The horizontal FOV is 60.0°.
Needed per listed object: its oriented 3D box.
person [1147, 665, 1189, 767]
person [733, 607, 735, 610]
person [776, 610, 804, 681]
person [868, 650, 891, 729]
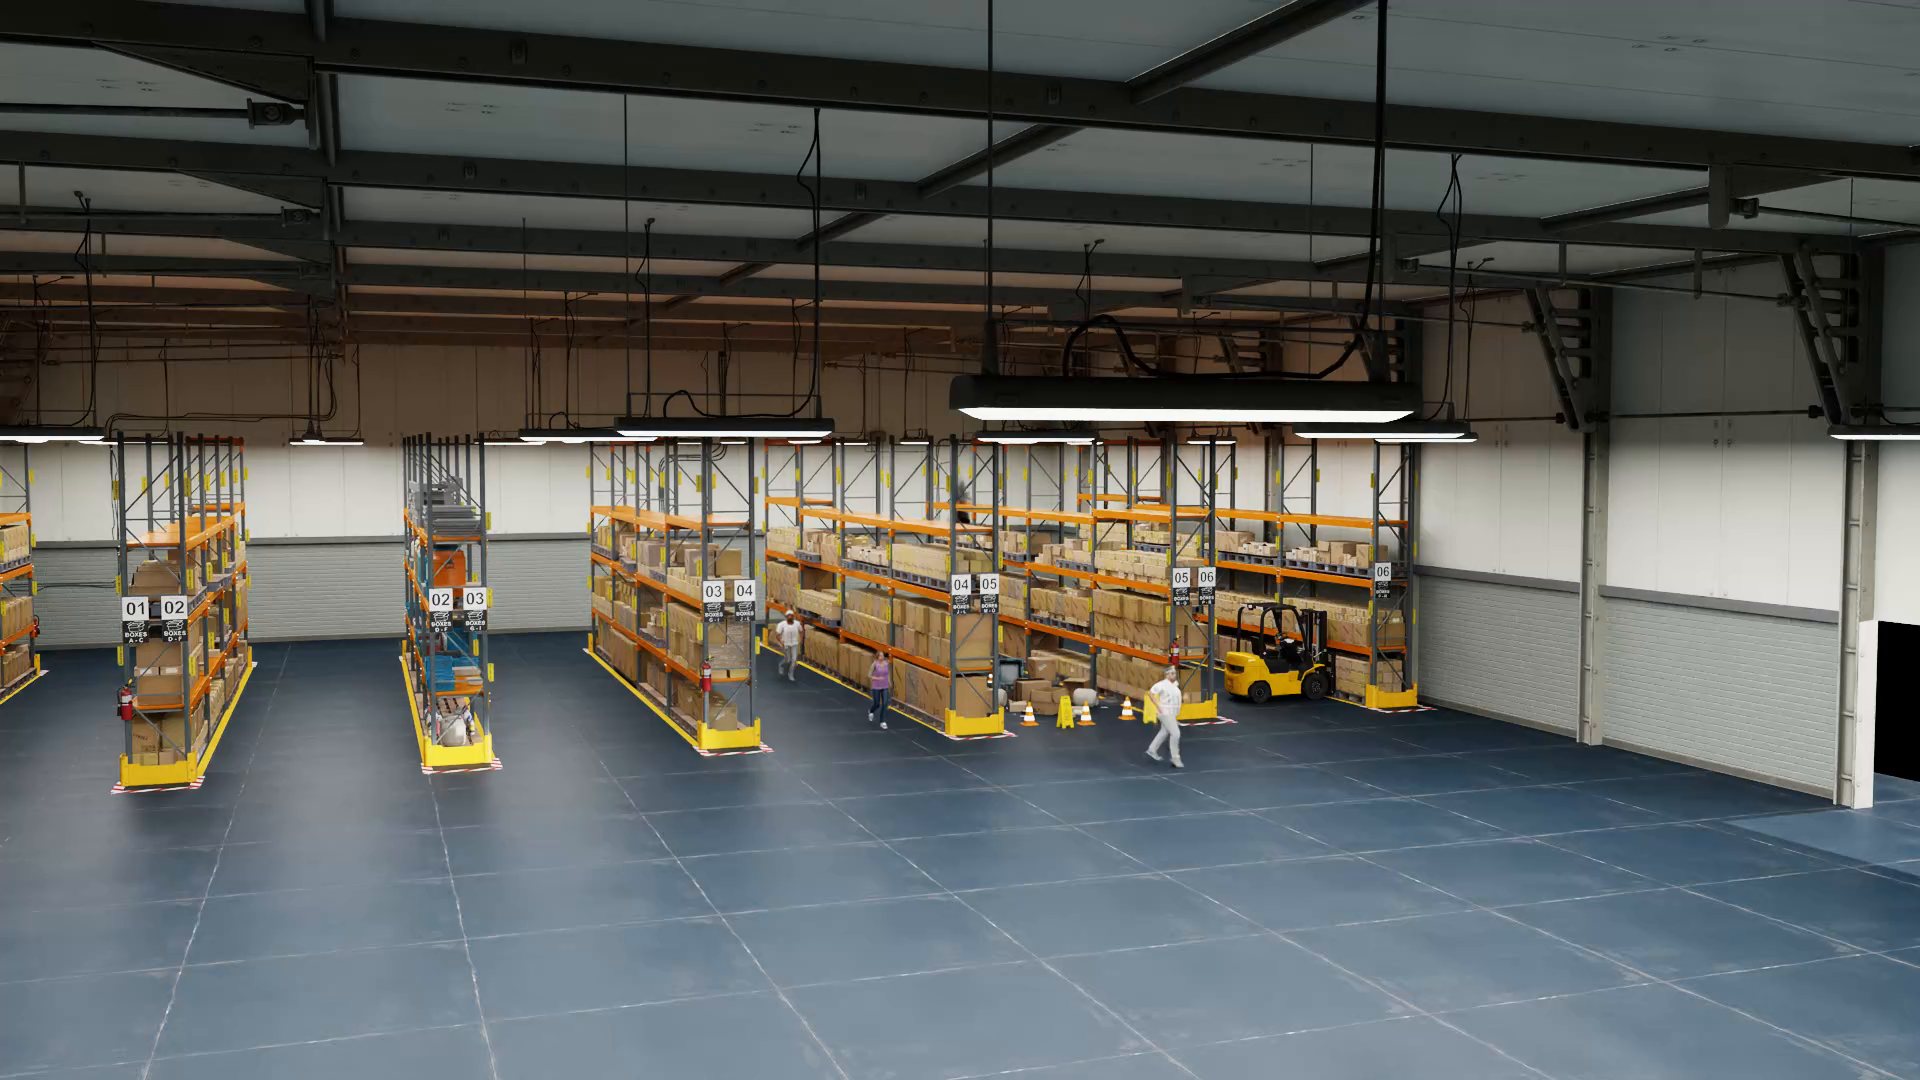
[{"bbox_3d":[3.759,3.181,30.128,0.814,1.846,0.630,2,4,32],"label":"person"},{"bbox_3d":[-6.683,2.282,47.272,0.610,1.698,0.760,0,3,-3],"label":"person"},{"bbox_3d":[-4.197,2.590,41.084,0.698,1.741,0.662,-1,3,-21],"label":"person"},{"bbox_3d":[-1.649,3.037,34.063,0.557,1.573,0.767,-2,4,-27],"label":"person"}]
